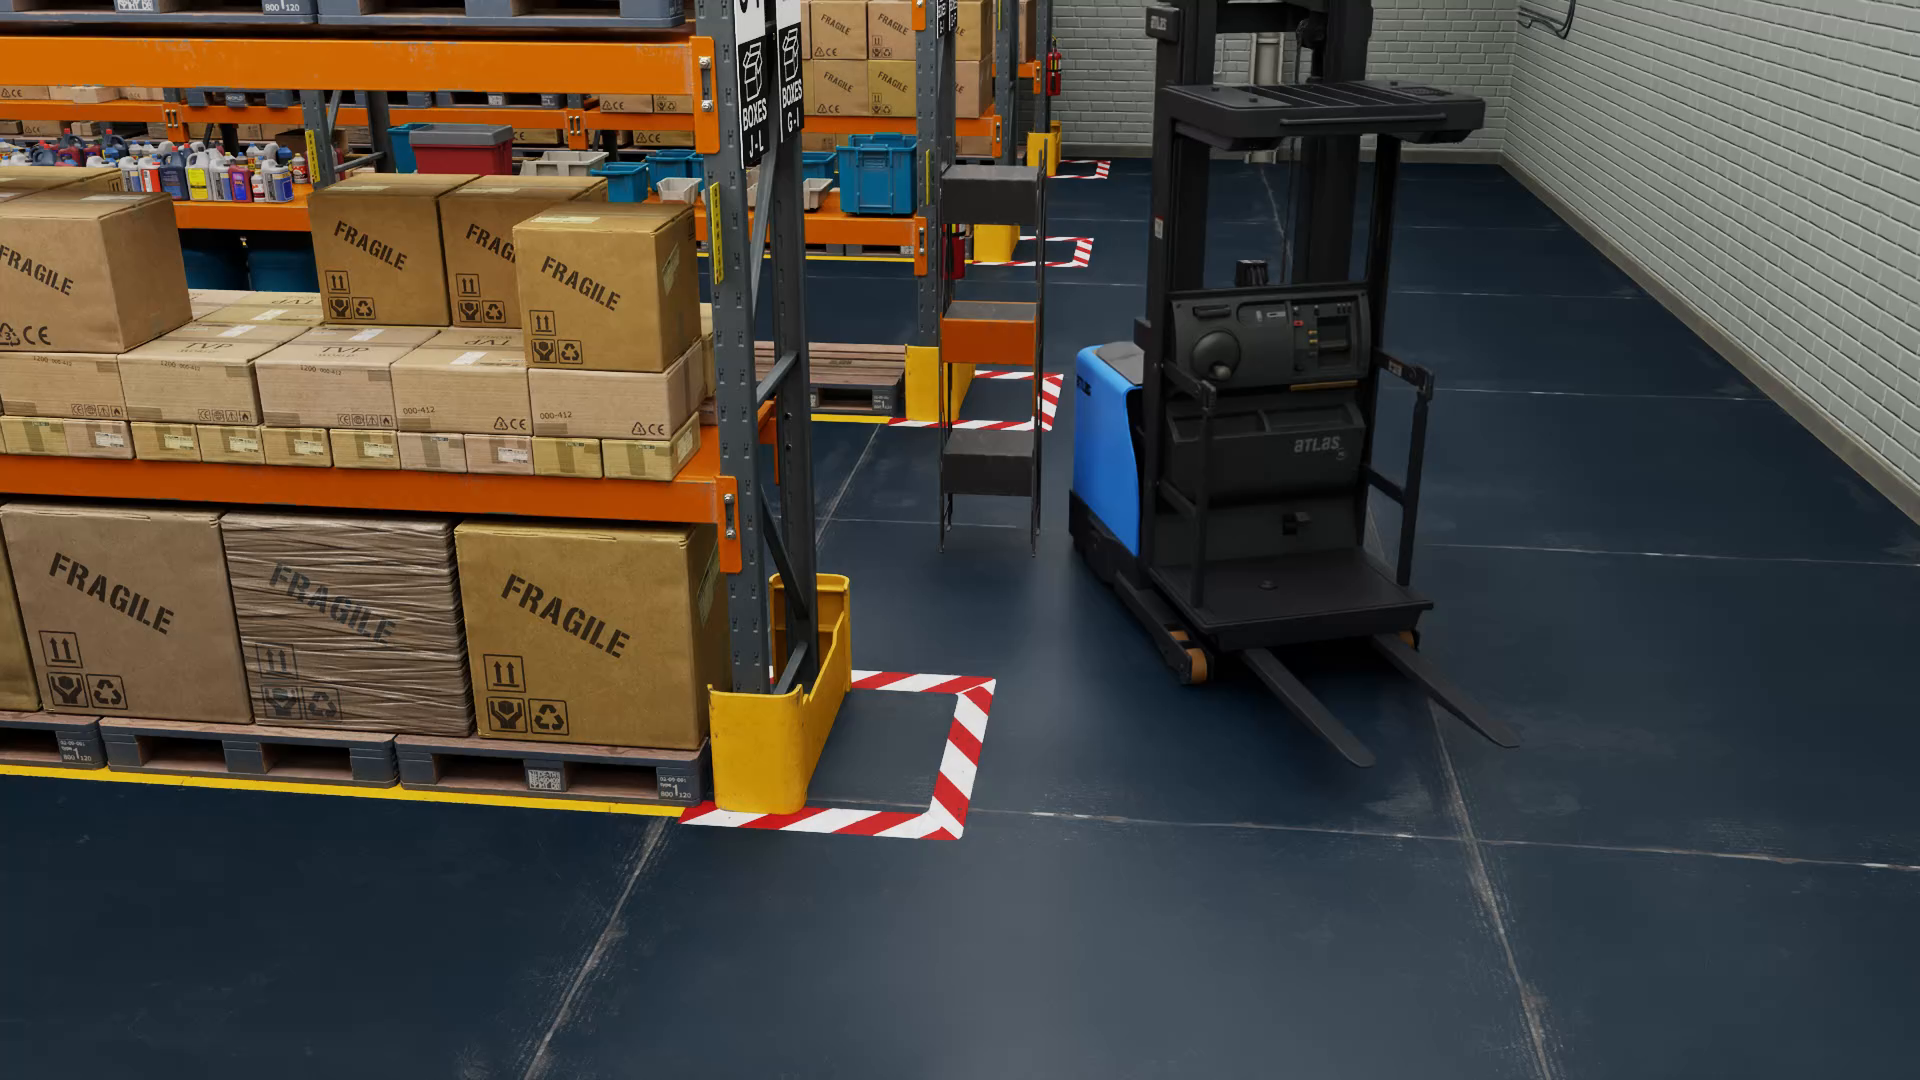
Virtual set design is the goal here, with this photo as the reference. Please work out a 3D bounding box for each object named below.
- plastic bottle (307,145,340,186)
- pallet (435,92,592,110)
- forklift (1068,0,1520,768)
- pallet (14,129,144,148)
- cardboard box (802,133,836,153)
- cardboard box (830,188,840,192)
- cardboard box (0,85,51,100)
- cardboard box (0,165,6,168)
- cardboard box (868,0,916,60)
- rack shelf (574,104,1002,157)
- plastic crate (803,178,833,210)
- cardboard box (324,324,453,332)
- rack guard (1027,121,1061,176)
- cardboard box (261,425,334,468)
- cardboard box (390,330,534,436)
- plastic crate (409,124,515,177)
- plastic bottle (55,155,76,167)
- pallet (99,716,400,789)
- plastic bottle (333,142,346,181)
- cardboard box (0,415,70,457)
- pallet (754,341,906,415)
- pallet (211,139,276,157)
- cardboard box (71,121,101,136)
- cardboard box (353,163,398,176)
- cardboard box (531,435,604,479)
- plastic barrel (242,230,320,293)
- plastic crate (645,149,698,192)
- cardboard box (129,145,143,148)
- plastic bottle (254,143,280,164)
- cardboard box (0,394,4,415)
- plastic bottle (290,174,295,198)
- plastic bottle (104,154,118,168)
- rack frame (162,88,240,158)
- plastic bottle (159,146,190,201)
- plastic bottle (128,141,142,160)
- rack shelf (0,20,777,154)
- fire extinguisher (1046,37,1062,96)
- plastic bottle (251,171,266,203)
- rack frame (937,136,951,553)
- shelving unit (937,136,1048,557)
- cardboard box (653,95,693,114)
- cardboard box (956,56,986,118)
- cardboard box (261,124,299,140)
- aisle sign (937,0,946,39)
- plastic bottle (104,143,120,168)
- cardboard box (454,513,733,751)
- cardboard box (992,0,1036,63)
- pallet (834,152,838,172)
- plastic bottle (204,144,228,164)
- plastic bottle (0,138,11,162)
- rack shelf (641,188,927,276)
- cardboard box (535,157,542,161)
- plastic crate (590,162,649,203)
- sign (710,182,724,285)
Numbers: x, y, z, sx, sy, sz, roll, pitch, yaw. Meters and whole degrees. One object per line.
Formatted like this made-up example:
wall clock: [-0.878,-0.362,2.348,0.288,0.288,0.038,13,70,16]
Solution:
plastic bottle: [-4.473,-2.666,11.670,0.185,0.351,0.144,2,22,6]
pallet: [-4.316,-4.347,16.116,1.213,0.211,1.003,2,22,6]
forklift: [1.440,-0.879,7.178,1.130,2.935,3.031,-5,22,-13]
pallet: [-11.571,-5.236,21.897,1.213,0.211,1.003,2,22,6]
cardboard box: [-1.727,-5.111,20.616,0.500,0.500,0.700,2,22,6]
cardboard box: [-1.063,-3.285,16.310,0.500,0.250,0.500,2,22,6]
cardboard box: [-9.176,-4.648,16.481,0.500,0.500,0.500,1,22,3]
cardboard box: [-4.217,-1.240,6.776,0.500,0.500,0.500,3,22,8]
cardboard box: [-0.539,-4.641,15.102,0.500,0.500,0.500,3,22,8]
rack shelf: [-1.549,-3.941,15.806,4.000,0.370,1.077,2,22,6]
plastic crate: [-0.981,-2.255,10.840,0.243,0.136,0.396,2,22,6]
cardboard box: [-2.193,-0.803,6.691,0.500,0.250,0.500,2,22,4]
rack guard: [1.040,-4.834,20.487,0.348,0.500,1.175,2,22,6]
cardboard box: [-2.397,-0.405,6.226,0.250,0.149,0.380,3,22,6]
cardboard box: [-1.749,-0.587,6.144,0.500,0.250,0.500,2,22,5]
plastic crate: [-3.265,-2.481,10.967,0.583,0.464,0.402,2,22,6]
plastic bottle: [-6.014,-2.445,11.203,0.133,0.283,0.061,2,22,6]
pallet: [-2.744,0.665,6.971,1.213,0.211,1.003,2,22,6]
plastic bottle: [-4.436,-2.671,11.774,0.133,0.283,0.061,2,22,6]
cardboard box: [-3.412,-0.450,6.339,0.250,0.149,0.380,2,22,6]
pallet: [-0.964,-1.133,11.520,1.213,0.211,1.003,2,22,6]
pallet: [-8.912,-5.135,21.641,1.213,0.211,1.003,2,22,6]
cardboard box: [-11.435,-5.416,21.814,0.250,0.166,0.380,0,22,-1]
cardboard box: [-5.552,-3.388,16.231,0.500,0.500,0.500,2,22,4]
cardboard box: [-1.383,-0.361,6.115,0.250,0.149,0.380,3,22,7]
plastic barrel: [-4.660,-1.803,11.702,0.708,0.901,0.600,2,22,6]
plastic crate: [-1.962,-2.531,11.409,0.300,0.233,0.416,2,22,6]
cardboard box: [-8.516,-3.862,17.034,0.500,0.311,0.500,2,22,5]
plastic bottle: [-4.900,-2.671,11.784,0.135,0.276,0.152,2,22,6]
cardboard box: [-3.776,-0.674,6.365,0.500,0.250,0.500,2,22,6]
plastic bottle: [-4.555,-2.406,11.217,0.097,0.201,0.097,0,22,0]
plastic bottle: [-5.783,-2.492,11.339,0.097,0.271,0.097,0,22,0]
rack frame: [-7.507,-4.535,16.330,0.127,3.000,1.000,2,22,6]
plastic bottle: [-5.257,-2.459,11.146,0.185,0.351,0.144,2,22,6]
plastic bottle: [-5.895,-2.722,11.920,0.097,0.271,0.097,0,22,0]
rack shelf: [-2.719,-1.719,6.106,4.000,0.370,1.077,2,22,6]
fire extinguisher: [1.112,-5.613,19.670,0.183,0.674,0.296,2,22,6]
plastic bottle: [-4.670,-2.355,11.087,0.097,0.201,0.097,0,22,0]
rack frame: [-0.078,-0.980,8.562,0.015,2.100,0.400,2,22,6]
shelving unit: [0.164,-0.969,8.536,0.503,2.100,0.431,2,22,6]
cardboard box: [-2.552,-4.266,15.514,0.500,0.500,0.500,3,22,7]
cardboard box: [-0.040,-4.155,15.234,0.500,0.500,0.500,3,22,8]
cardboard box: [-8.644,-5.474,21.507,0.500,0.500,0.700,2,22,6]
aisle sign: [-0.113,-3.479,10.124,0.004,0.787,0.394,2,22,6]
plastic bottle: [-6.009,-2.674,11.798,0.097,0.271,0.097,0,22,0]
cardboard box: [-1.378,0.222,6.616,0.875,0.875,0.875,2,22,6]
cardboard box: [0.509,-6.155,20.021,0.700,0.700,0.980,3,22,9]
pallet: [-0.995,-4.760,20.694,1.213,0.211,1.003,2,22,6]
plastic bottle: [-5.056,-2.503,11.259,0.185,0.351,0.144,2,22,6]
plastic bottle: [-6.914,-2.766,12.032,0.097,0.271,0.097,0,22,0]
rack shelf: [-2.136,-2.132,11.232,4.000,0.370,1.077,2,22,6]
cardboard box: [-3.987,-3.514,16.549,0.500,0.500,0.500,2,22,4]
plastic crate: [-2.219,-2.326,10.889,0.300,0.233,0.416,2,22,6]
sign: [-0.810,-1.023,5.551,0.005,0.325,0.100,2,22,6]
